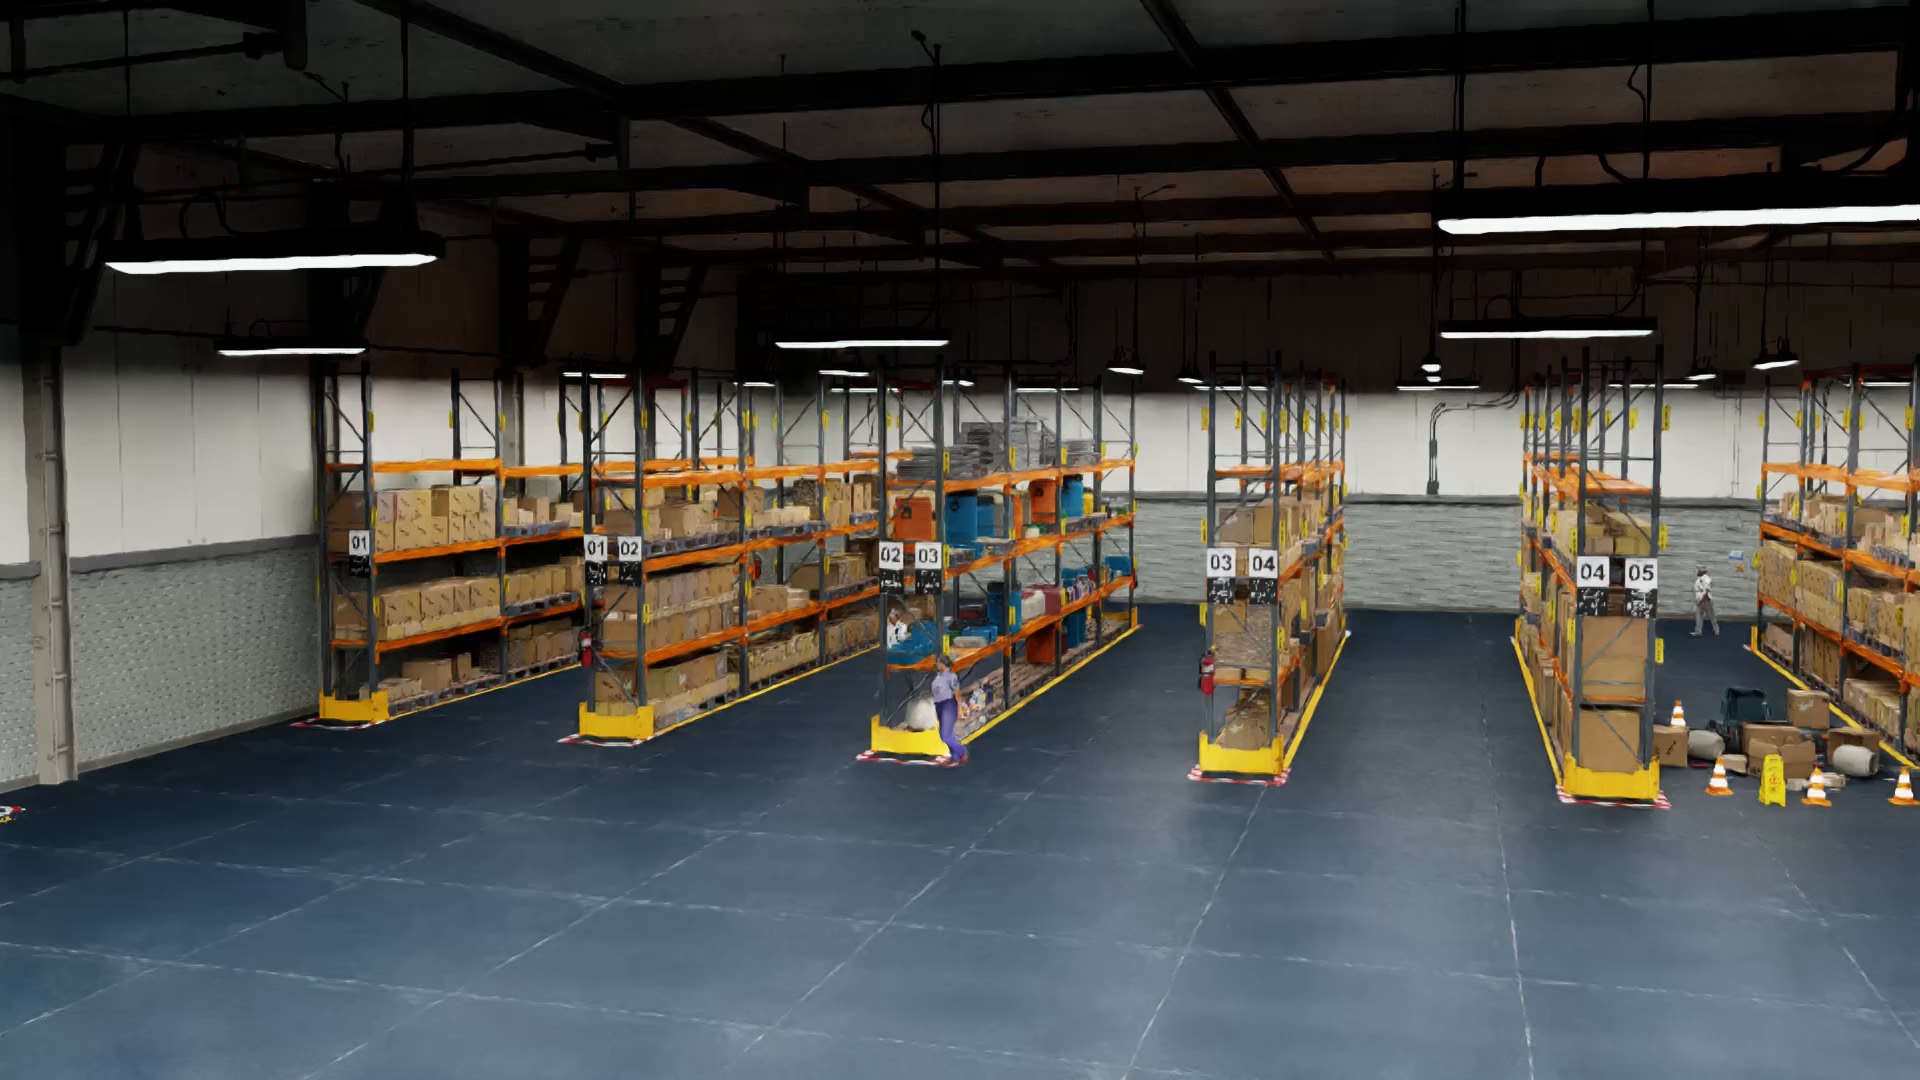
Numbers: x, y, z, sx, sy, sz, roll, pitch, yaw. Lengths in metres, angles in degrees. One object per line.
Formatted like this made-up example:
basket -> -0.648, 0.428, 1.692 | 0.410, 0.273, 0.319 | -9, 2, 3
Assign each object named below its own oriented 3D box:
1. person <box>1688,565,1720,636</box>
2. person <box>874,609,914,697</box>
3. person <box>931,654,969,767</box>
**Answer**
person -> 17.384, 1.407, 38.766 | 0.683, 1.657, 0.488 | -1, 4, -11
person -> -1.158, 2.044, 30.116 | 0.476, 1.590, 1.003 | 2, 5, 25
person -> -0.142, 2.473, 24.045 | 0.461, 1.621, 0.636 | -2, 4, -22
